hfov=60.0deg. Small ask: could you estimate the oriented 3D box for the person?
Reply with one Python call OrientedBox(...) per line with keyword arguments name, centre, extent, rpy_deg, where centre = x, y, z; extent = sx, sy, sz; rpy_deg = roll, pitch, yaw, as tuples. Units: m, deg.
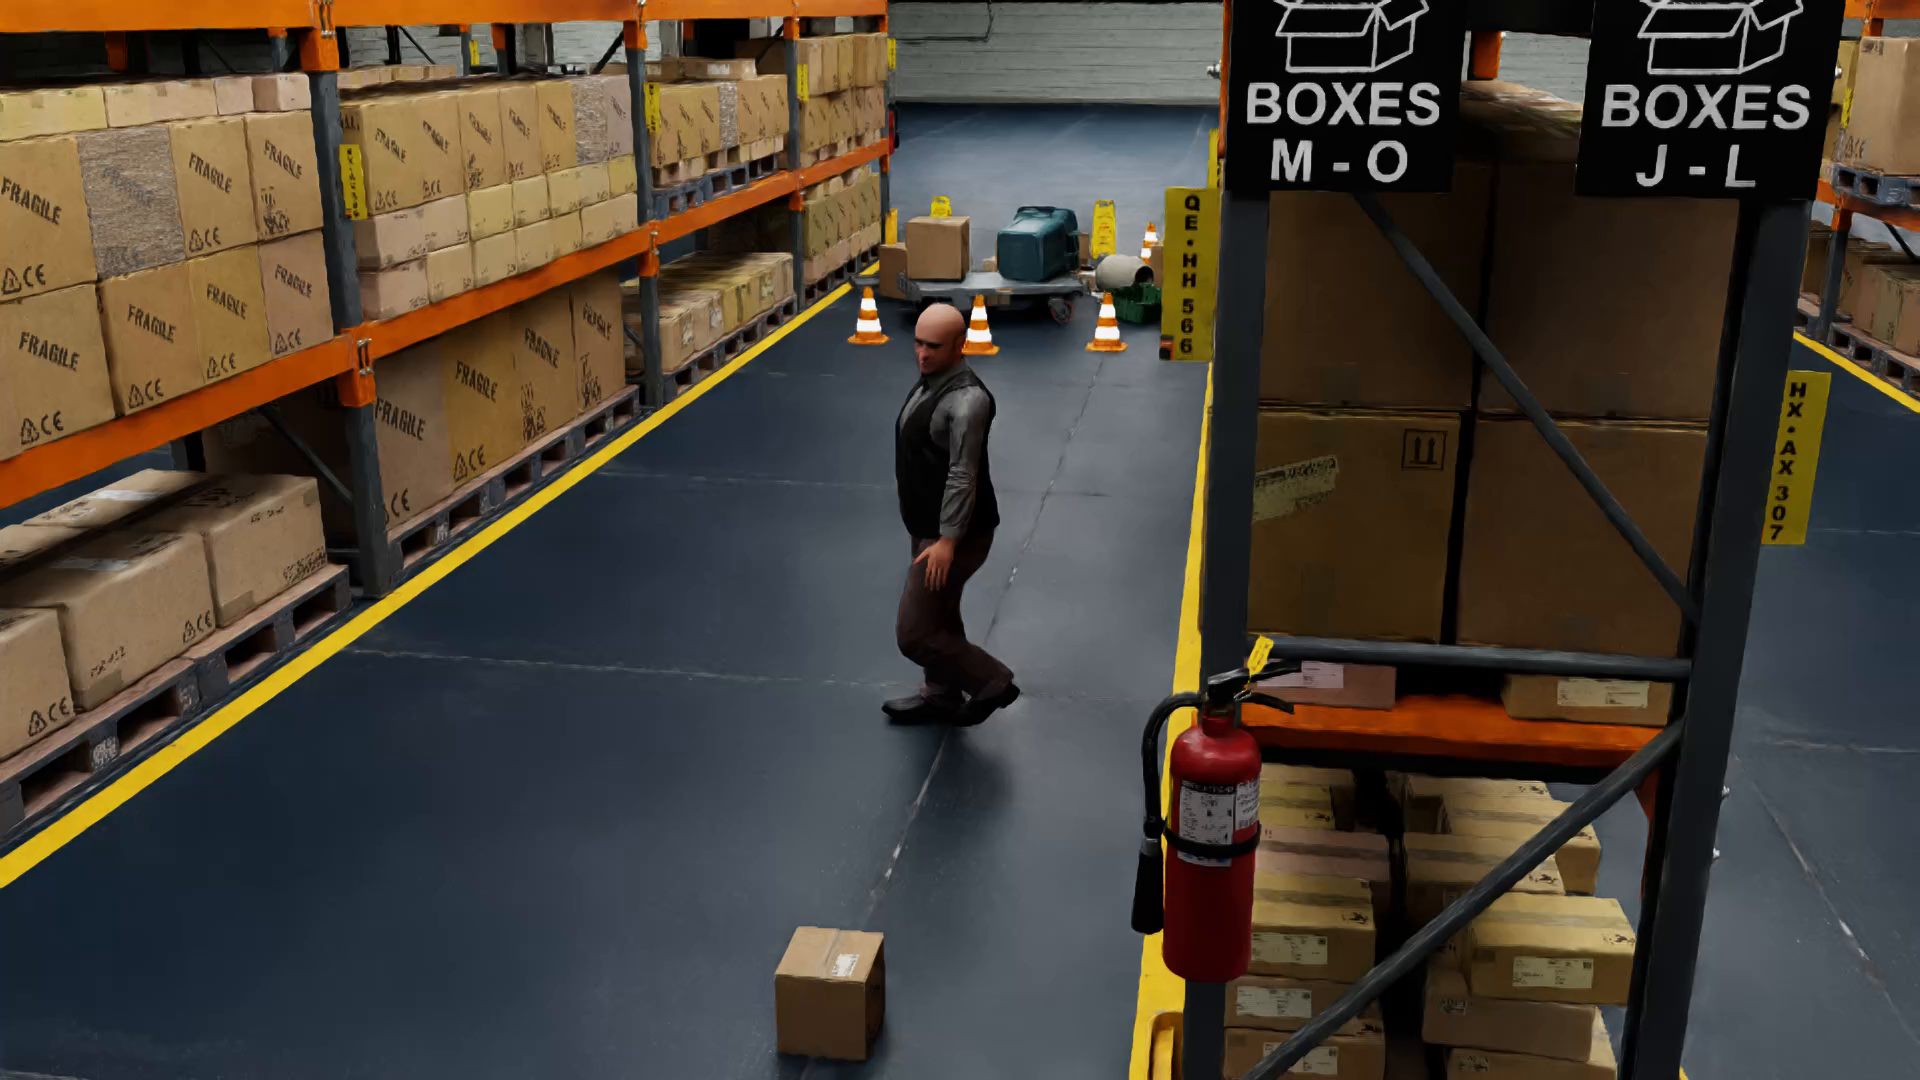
OrientedBox(name="person", centre=(-0.030, -0.043, 6.210), extent=(0.486, 1.707, 0.603), rpy_deg=(-4, 18, -12))
